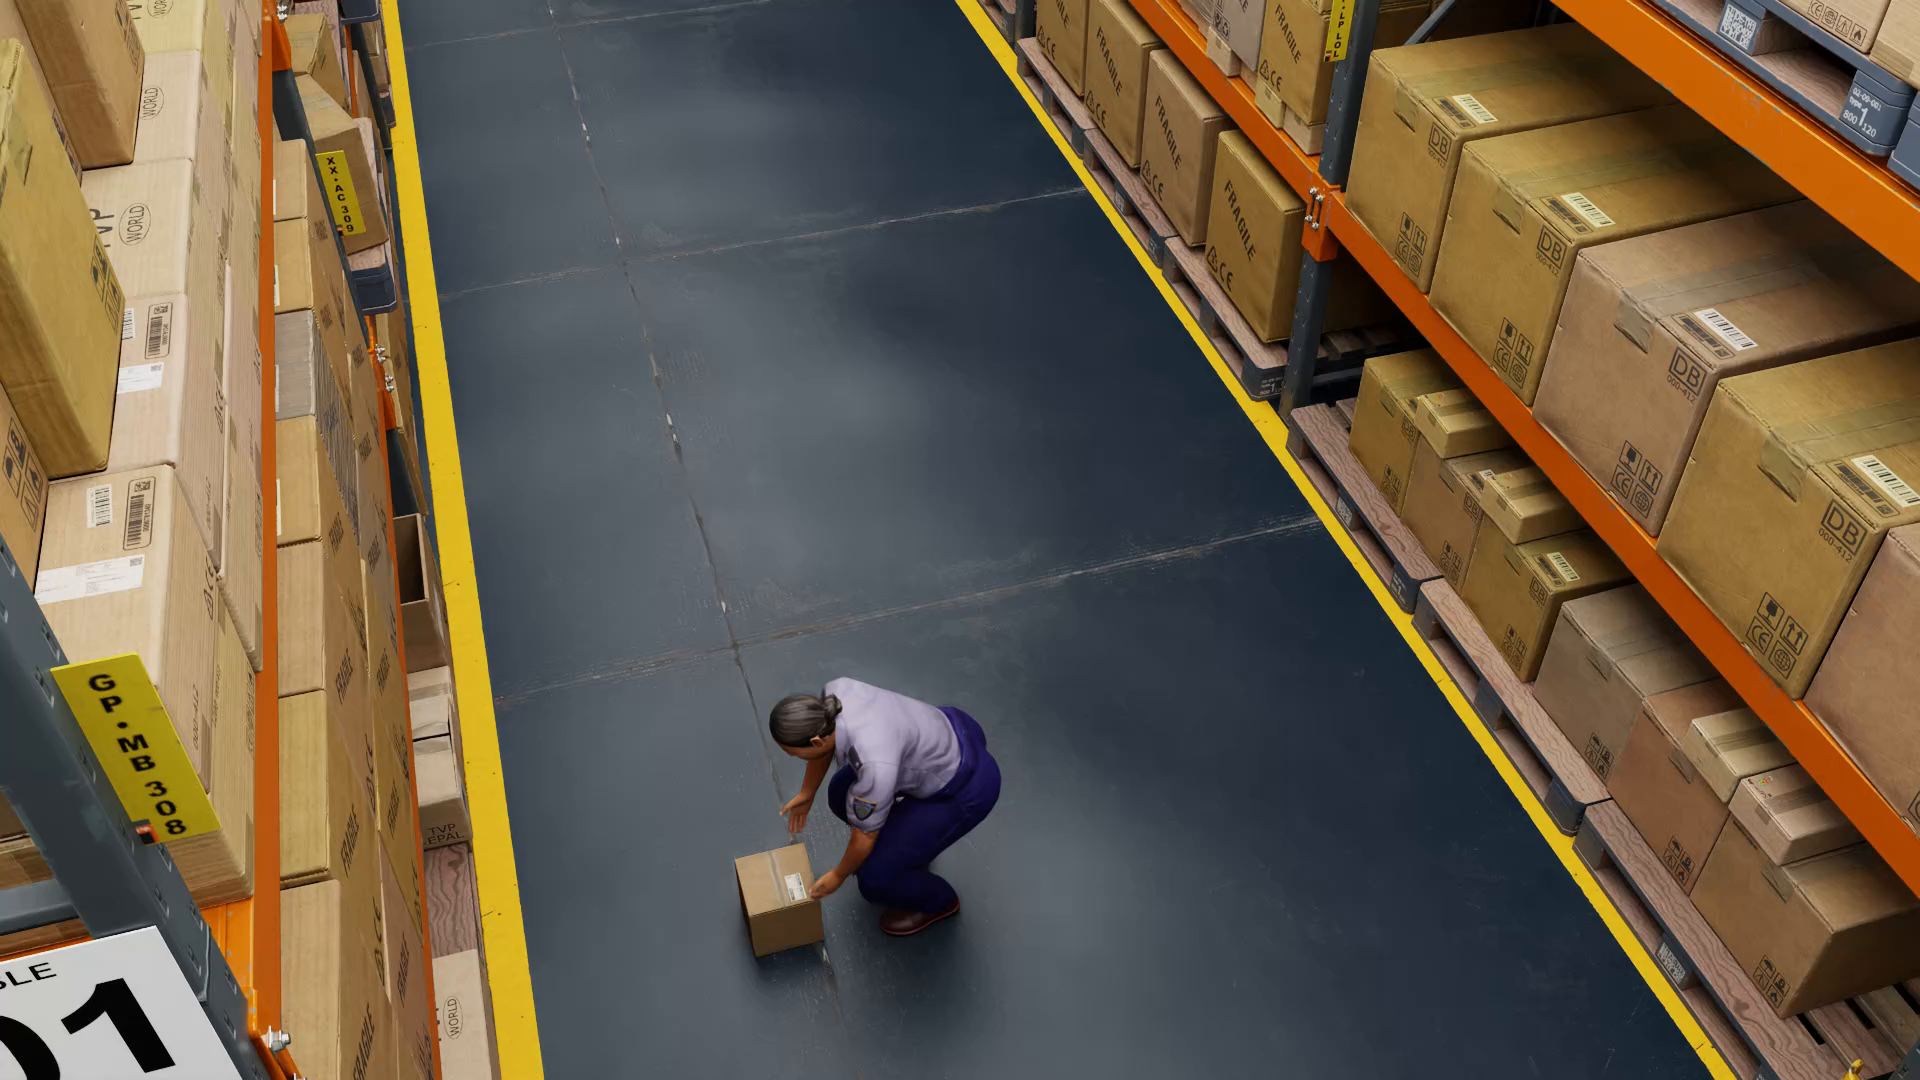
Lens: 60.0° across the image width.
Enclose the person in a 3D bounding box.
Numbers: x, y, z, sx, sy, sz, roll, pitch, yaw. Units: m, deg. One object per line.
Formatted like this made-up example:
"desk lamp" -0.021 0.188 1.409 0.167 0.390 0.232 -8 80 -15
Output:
"person" -0.237 0.861 5.591 0.752 1.169 0.540 -12 44 -13
